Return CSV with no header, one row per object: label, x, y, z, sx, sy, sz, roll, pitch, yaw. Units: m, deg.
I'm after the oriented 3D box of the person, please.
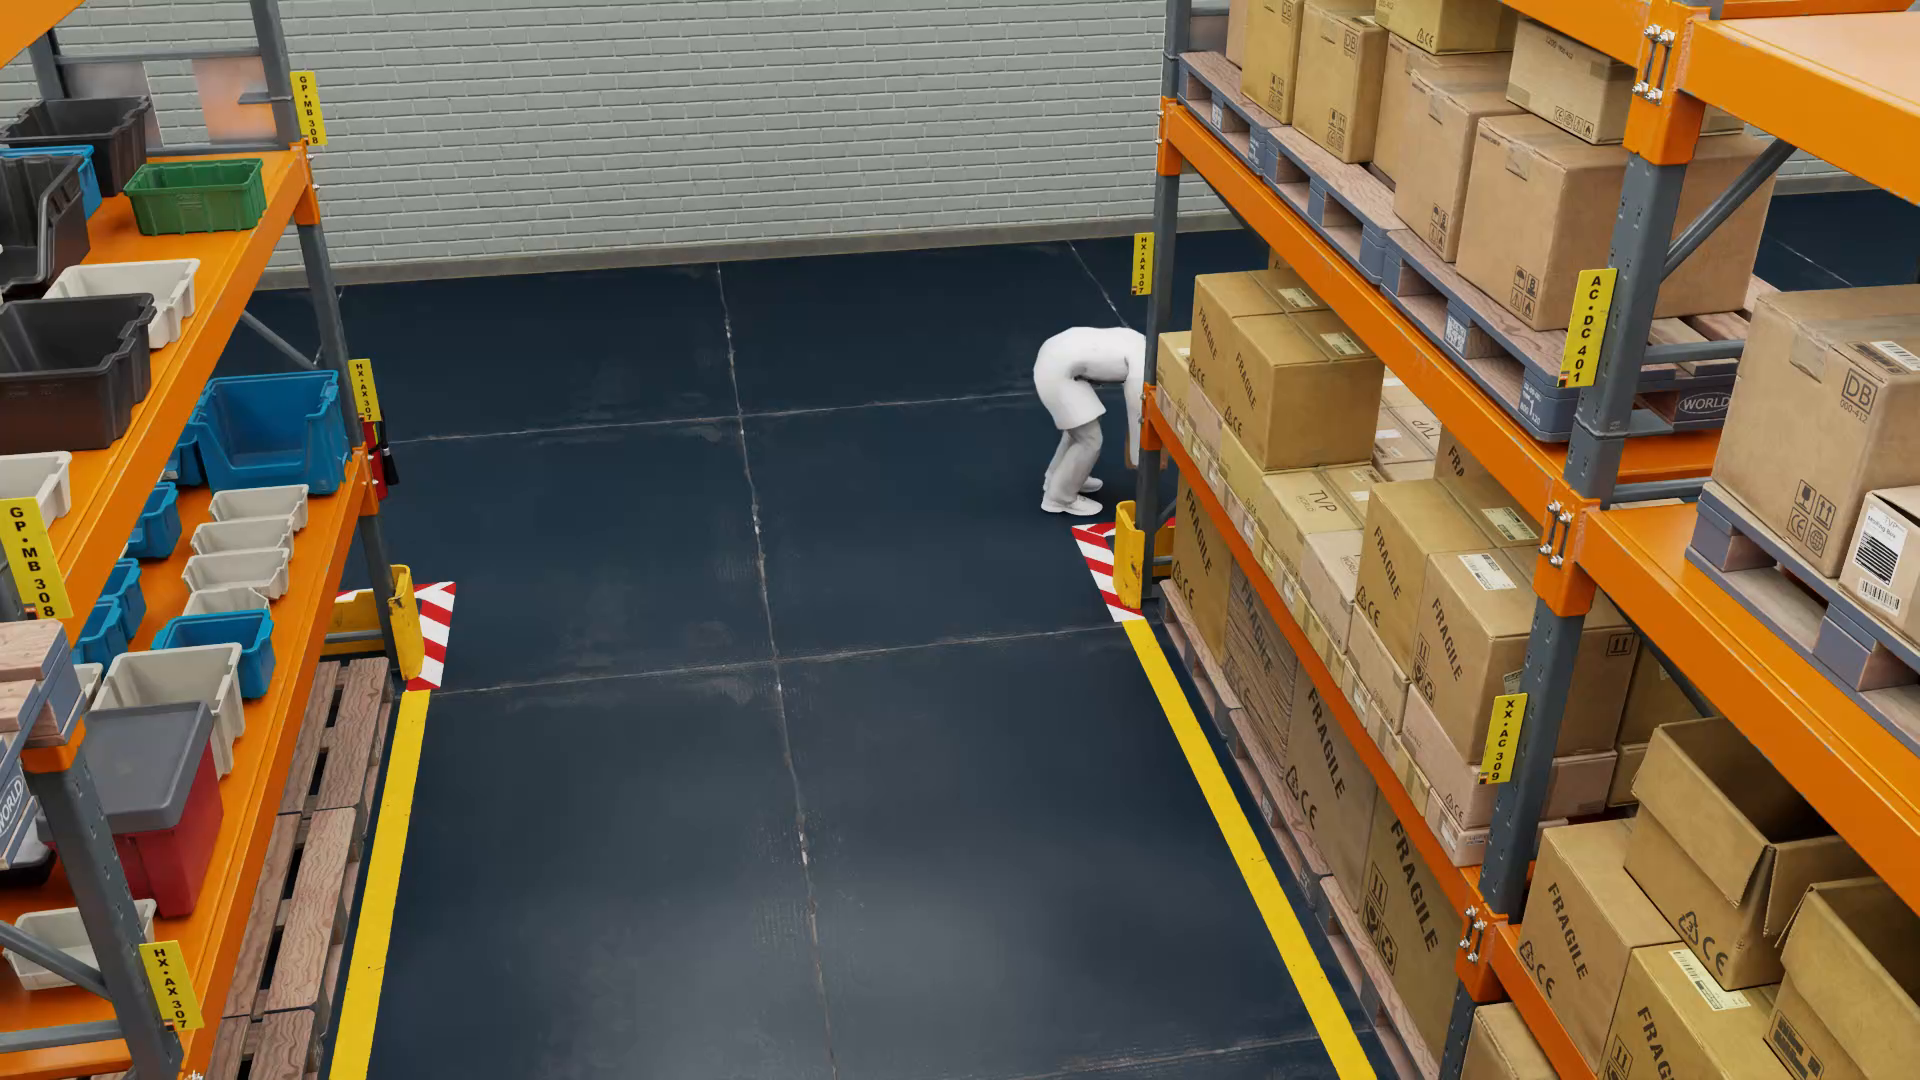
person,0.911,-0.732,10.044,0.948,1.140,0.569,1,30,1
